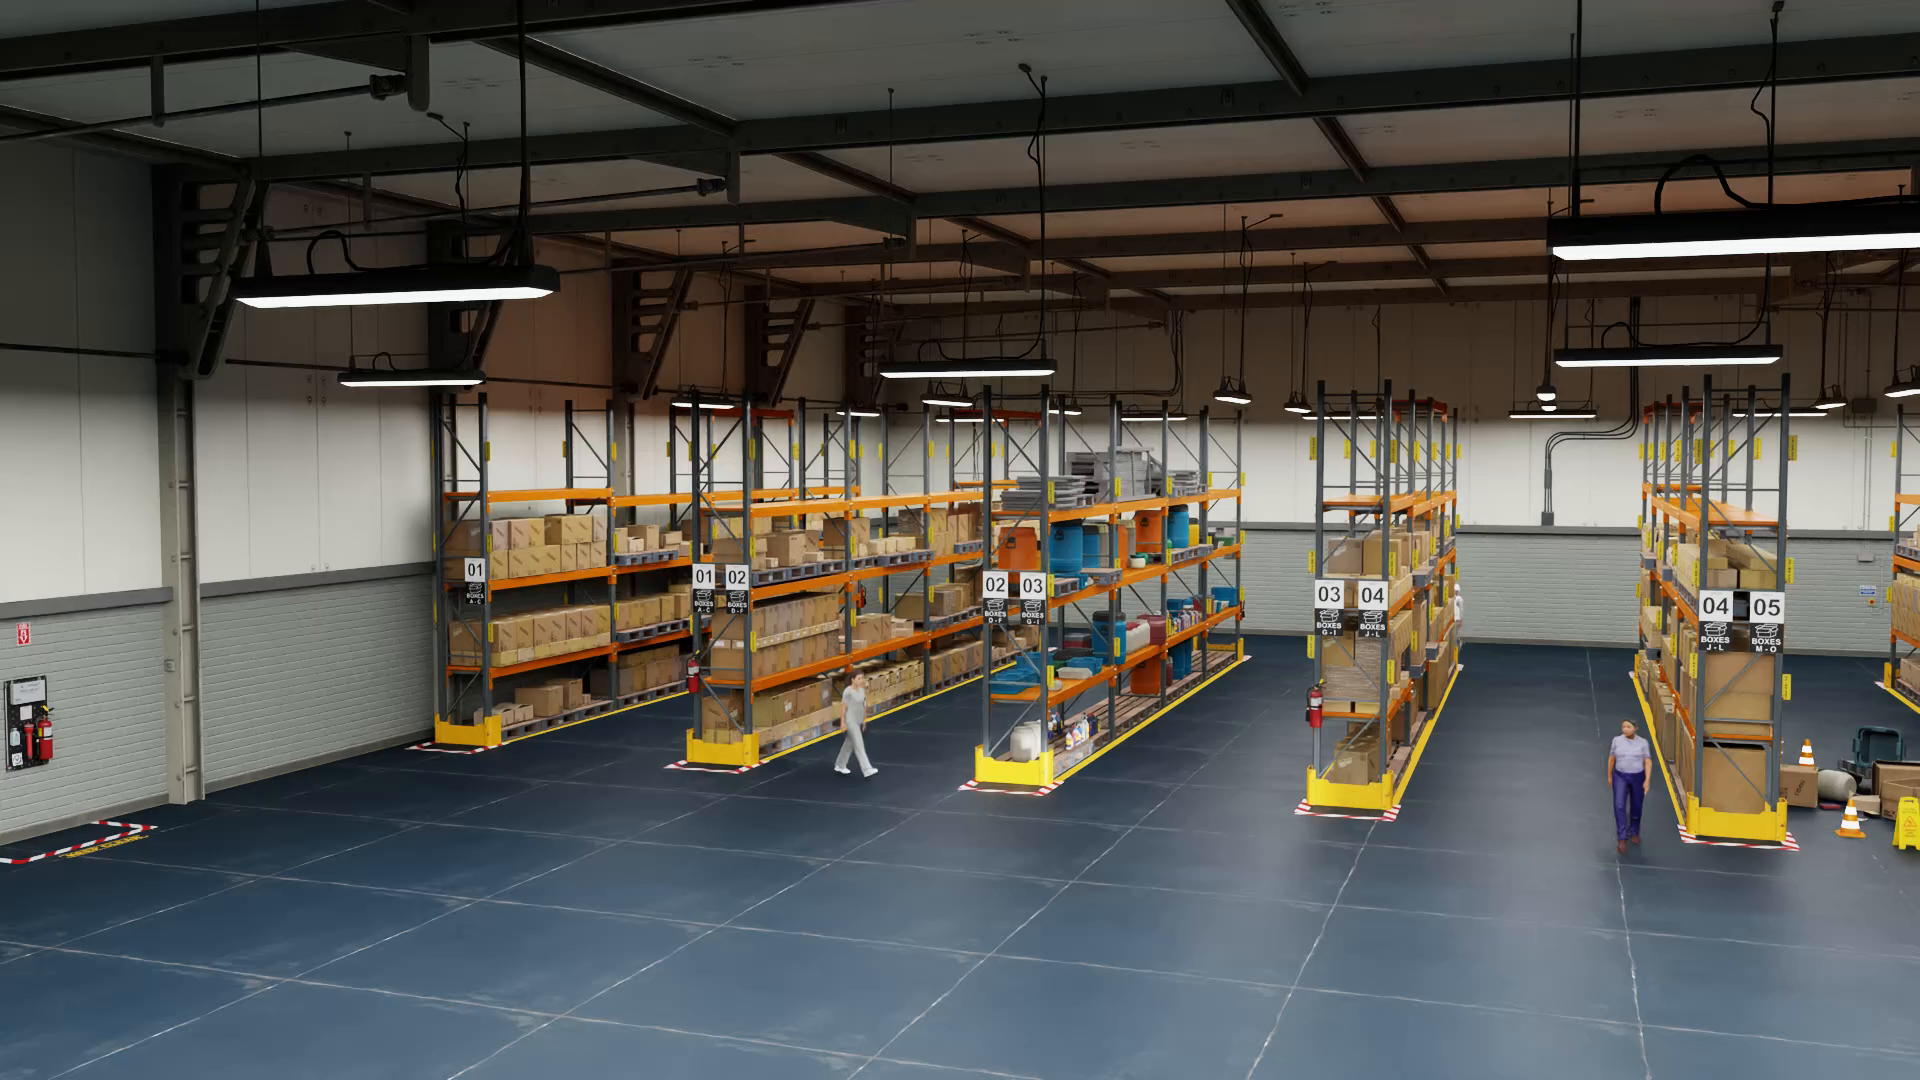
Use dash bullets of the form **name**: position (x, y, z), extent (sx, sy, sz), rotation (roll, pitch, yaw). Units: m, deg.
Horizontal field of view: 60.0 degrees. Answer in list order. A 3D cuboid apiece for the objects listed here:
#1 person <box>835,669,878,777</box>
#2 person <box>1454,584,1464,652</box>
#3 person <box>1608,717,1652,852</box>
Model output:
- **person**: position (-1.580, 2.817, 25.649), extent (0.925, 1.643, 0.452), rotation (2, 4, 34)
- **person**: position (12.116, 1.941, 40.654), extent (0.592, 1.760, 0.534), rotation (-1, 3, -24)
- **person**: position (8.459, 3.058, 20.989), extent (0.512, 1.631, 0.795), rotation (1, 3, 20)
